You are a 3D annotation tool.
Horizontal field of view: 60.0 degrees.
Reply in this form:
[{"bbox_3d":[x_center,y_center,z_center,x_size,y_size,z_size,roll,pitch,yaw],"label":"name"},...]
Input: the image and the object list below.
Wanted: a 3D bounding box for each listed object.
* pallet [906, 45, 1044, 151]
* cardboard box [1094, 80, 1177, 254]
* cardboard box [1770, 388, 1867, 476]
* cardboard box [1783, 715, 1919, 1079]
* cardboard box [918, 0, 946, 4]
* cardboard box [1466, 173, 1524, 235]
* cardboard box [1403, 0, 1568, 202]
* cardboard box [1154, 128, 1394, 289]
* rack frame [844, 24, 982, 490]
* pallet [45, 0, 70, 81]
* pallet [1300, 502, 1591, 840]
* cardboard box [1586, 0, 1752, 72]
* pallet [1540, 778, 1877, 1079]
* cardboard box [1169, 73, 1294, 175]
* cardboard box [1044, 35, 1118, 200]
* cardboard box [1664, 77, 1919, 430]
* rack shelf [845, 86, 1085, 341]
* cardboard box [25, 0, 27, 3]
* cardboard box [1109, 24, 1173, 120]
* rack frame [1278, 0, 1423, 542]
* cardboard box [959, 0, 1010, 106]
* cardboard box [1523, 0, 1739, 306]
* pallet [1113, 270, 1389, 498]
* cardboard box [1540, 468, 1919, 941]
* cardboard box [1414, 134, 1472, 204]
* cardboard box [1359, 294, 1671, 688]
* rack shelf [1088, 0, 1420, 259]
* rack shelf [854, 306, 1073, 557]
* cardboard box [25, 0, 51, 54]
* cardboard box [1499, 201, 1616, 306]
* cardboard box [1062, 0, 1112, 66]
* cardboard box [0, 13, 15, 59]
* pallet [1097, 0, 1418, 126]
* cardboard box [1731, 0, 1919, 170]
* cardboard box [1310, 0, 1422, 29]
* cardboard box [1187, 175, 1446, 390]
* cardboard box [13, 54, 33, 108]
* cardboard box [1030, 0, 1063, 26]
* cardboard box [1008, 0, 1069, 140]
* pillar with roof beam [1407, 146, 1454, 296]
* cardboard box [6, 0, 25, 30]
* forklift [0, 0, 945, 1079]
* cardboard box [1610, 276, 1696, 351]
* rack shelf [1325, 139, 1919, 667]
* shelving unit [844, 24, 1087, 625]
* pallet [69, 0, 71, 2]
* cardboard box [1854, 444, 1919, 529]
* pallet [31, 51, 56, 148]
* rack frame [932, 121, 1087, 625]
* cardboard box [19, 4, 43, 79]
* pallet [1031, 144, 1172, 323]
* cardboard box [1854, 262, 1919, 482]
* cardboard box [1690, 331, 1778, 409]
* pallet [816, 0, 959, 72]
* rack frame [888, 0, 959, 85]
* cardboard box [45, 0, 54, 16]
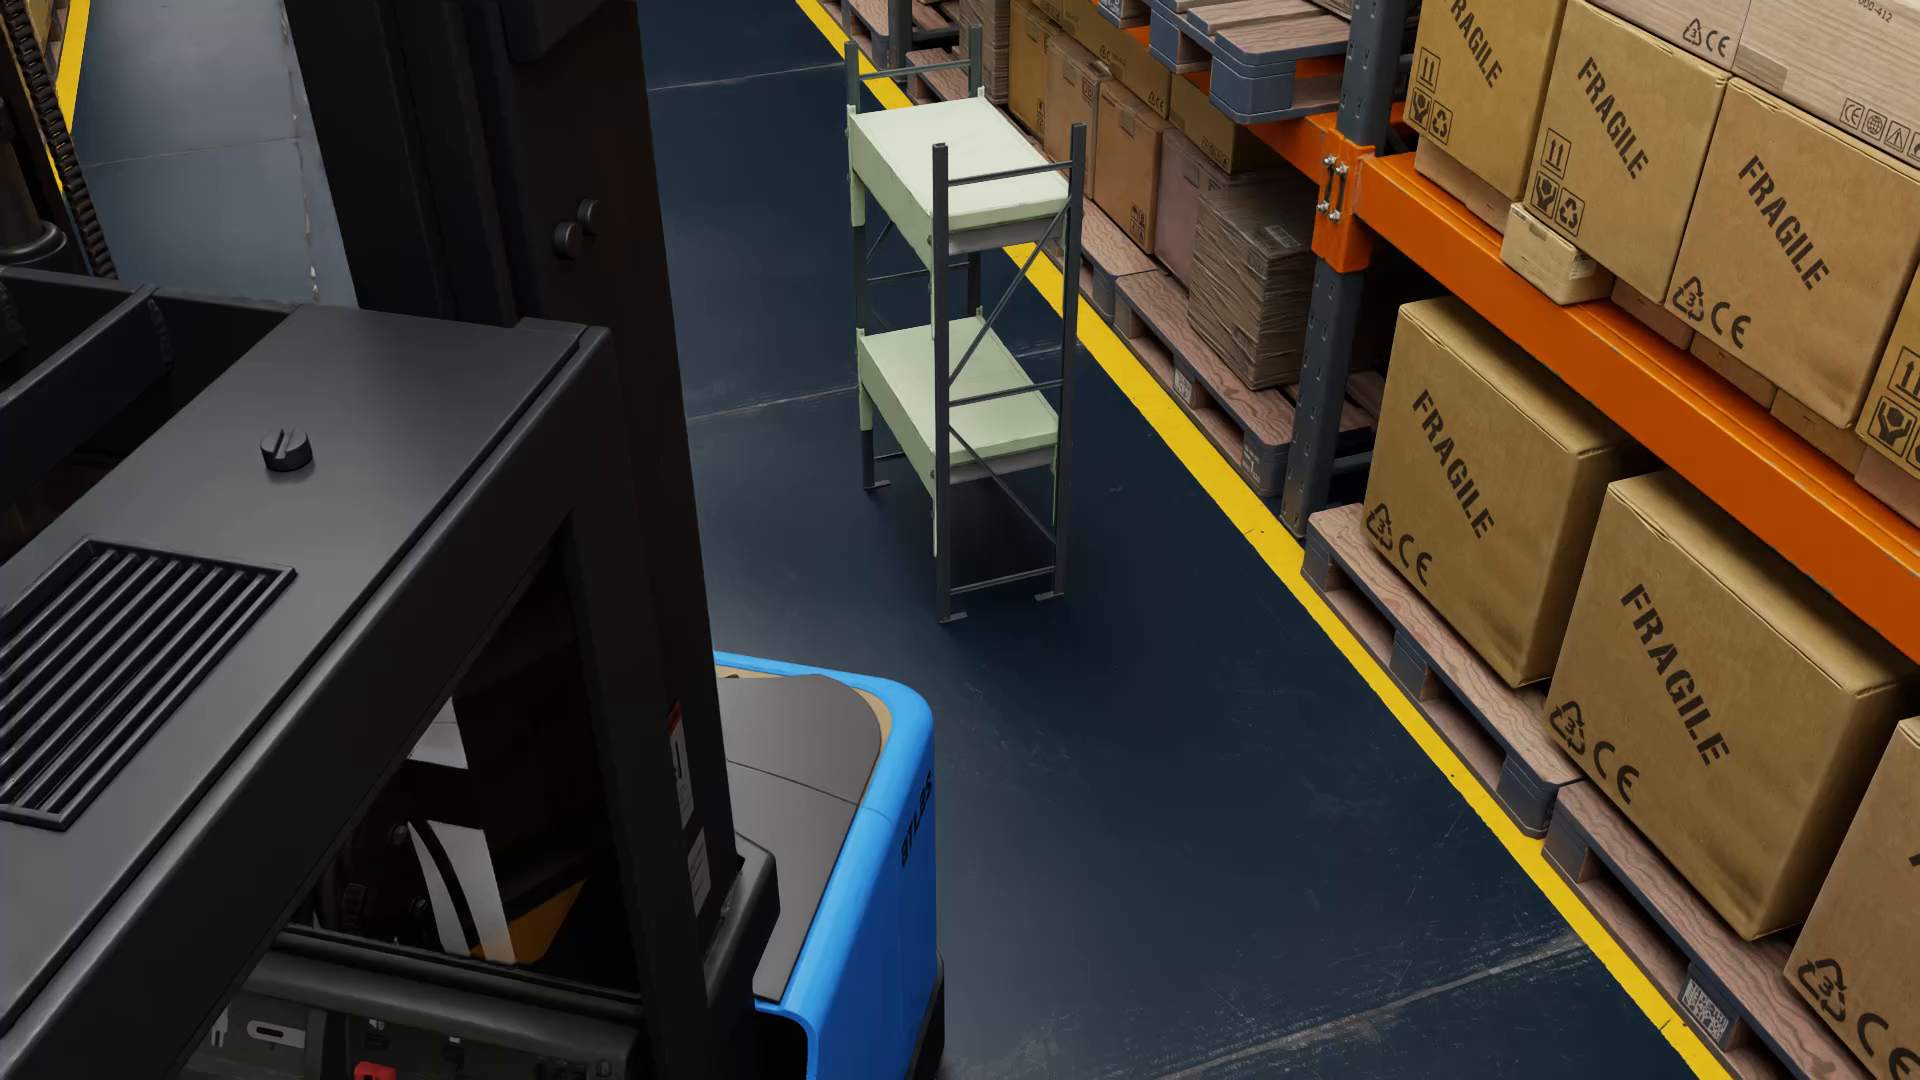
[{"bbox_3d":[0.406,-2.038,7.780,1.003,0.211,1.213,-12,39,-16],"label":"pallet"},{"bbox_3d":[0.951,-1.495,6.453,0.700,0.500,0.500,-13,39,-16],"label":"cardboard box"},{"bbox_3d":[1.878,-0.284,3.326,0.380,0.149,0.250,-12,39,-15],"label":"cardboard box"},{"bbox_3d":[2.235,0.777,3.163,0.750,0.750,0.750,-11,38,-15],"label":"cardboard box"},{"bbox_3d":[-0.076,-2.931,8.638,0.380,0.166,0.250,-18,40,-22],"label":"cardboard box"},{"bbox_3d":[1.488,-0.861,4.092,0.380,0.149,0.250,-12,39,-15],"label":"cardboard box"},{"bbox_3d":[1.440,-1.171,3.964,0.500,0.500,0.500,-11,38,-15],"label":"cardboard box"},{"bbox_3d":[1.148,-1.220,6.088,0.700,0.500,0.500,-13,39,-16],"label":"cardboard box"},{"bbox_3d":[-0.128,-0.810,5.078,0.400,1.500,0.023,-12,39,-16],"label":"rack frame"},{"bbox_3d":[-5.171,-2.598,8.524,1.003,0.211,1.213,-12,39,-16],"label":"pallet"},{"bbox_3d":[1.714,0.243,4.752,1.003,0.211,1.213,-12,39,-16],"label":"pallet"},{"bbox_3d":[1.613,-1.185,3.359,0.500,0.250,0.500,-13,39,-17],"label":"cardboard box"},{"bbox_3d":[2.130,0.931,3.838,1.003,0.211,1.213,-12,39,-16],"label":"pallet"},{"bbox_3d":[1.079,-1.539,5.889,0.500,0.250,0.500,-12,39,-15],"label":"cardboard box"},{"bbox_3d":[0.768,-1.778,6.829,0.700,0.500,0.500,-12,39,-15],"label":"cardboard box"},{"bbox_3d":[1.781,-0.593,3.197,0.500,0.500,0.500,-13,39,-16],"label":"cardboard box"},{"bbox_3d":[-0.002,-0.915,4.569,0.431,0.370,0.720,-12,39,-16],"label":"rack shelf"},{"bbox_3d":[-4.723,-2.824,7.819,0.500,0.500,0.500,-12,39,-16],"label":"cardboard box"},{"bbox_3d":[0.897,-1.829,6.273,0.500,0.250,0.500,-13,39,-16],"label":"cardboard box"},{"bbox_3d":[1.513,-1.332,4.525,1.000,3.000,0.127,-12,39,-16],"label":"rack frame"},{"bbox_3d":[0.406,-2.356,7.597,0.700,0.500,0.500,-11,38,-14],"label":"cardboard box"},{"bbox_3d":[1.612,-0.873,3.569,0.500,0.500,0.500,-11,38,-14],"label":"cardboard box"},{"bbox_3d":[1.246,-0.660,5.950,1.003,0.211,1.213,-12,39,-16],"label":"pallet"},{"bbox_3d":[1.939,0.298,3.799,0.750,0.750,0.750,-13,39,-16],"label":"cardboard box"},{"bbox_3d":[1.409,-1.005,4.284,0.380,0.149,0.250,-13,39,-17],"label":"cardboard box"},{"bbox_3d":[1.643,-0.198,4.458,0.750,0.750,0.750,-13,39,-17],"label":"cardboard box"},{"bbox_3d":[0.825,-2.174,6.241,1.077,0.370,4.000,-12,39,-16],"label":"rack shelf"},{"bbox_3d":[-0.002,-0.342,5.000,0.431,0.370,0.720,-12,39,-16],"label":"rack shelf"},{"bbox_3d":[-4.723,-2.525,8.045,0.500,0.250,0.500,-12,39,-16],"label":"cardboard box"},{"bbox_3d":[1.500,-0.693,3.870,0.380,0.149,0.250,-11,38,-15],"label":"cardboard box"},{"bbox_3d":[0.743,-2.114,6.653,0.500,0.250,0.500,-14,39,-17],"label":"cardboard box"},{"bbox_3d":[-4.379,-2.259,7.069,0.500,0.500,0.500,-12,39,-16],"label":"cardboard box"},{"bbox_3d":[1.168,-1.635,5.088,1.213,0.211,1.003,-12,39,-16],"label":"pallet"},{"bbox_3d":[1.789,-0.903,2.985,0.500,0.250,0.500,-12,39,-16],"label":"cardboard box"},{"bbox_3d":[1.342,-1.811,4.712,0.700,0.500,0.500,-17,40,-21],"label":"cardboard box"},{"bbox_3d":[1.216,-0.905,5.670,0.700,0.500,0.500,-12,39,-15],"label":"cardboard box"},{"bbox_3d":[-4.388,-1.958,7.292,0.500,0.250,0.500,-12,39,-16],"label":"cardboard box"},{"bbox_3d":[0.560,-2.408,7.042,0.500,0.250,0.500,-13,39,-17],"label":"cardboard box"},{"bbox_3d":[0.631,-2.075,7.223,0.700,0.500,0.500,-13,39,-17],"label":"cardboard box"},{"bbox_3d":[-2.164,-3.750,2.749,9.100,9.000,0.400,-12,39,-16],"label":"pillar with roof beam"},{"bbox_3d":[-4.558,-2.540,7.442,0.500,0.500,0.500,-12,39,-16],"label":"cardboard box"},{"bbox_3d":[-0.879,0.750,1.818,1.130,2.935,3.031,8,38,11],"label":"forklift"},{"bbox_3d":[1.702,-0.577,3.715,0.380,0.149,0.250,-13,39,-16],"label":"cardboard box"},{"bbox_3d":[2.201,0.086,3.241,1.077,0.370,4.000,-12,39,-16],"label":"rack shelf"},{"bbox_3d":[-0.002,-0.603,4.804,0.431,1.500,0.755,-12,39,-16],"label":"shelving unit"},{"bbox_3d":[-5.587,-3.286,9.437,1.003,0.211,1.213,-12,39,-16],"label":"pallet"},{"bbox_3d":[1.947,-0.141,3.136,0.380,0.149,0.250,-12,39,-16],"label":"cardboard box"},{"bbox_3d":[-4.747,-1.908,7.607,1.003,0.211,1.213,-12,39,-16],"label":"pallet"},{"bbox_3d":[0.124,-0.396,4.529,0.400,1.500,0.023,-12,39,-16],"label":"rack frame"},{"bbox_3d":[-4.555,-2.241,7.669,0.500,0.250,0.500,-12,39,-16],"label":"cardboard box"},{"bbox_3d":[0.830,-1.348,6.864,1.003,0.211,1.213,-12,39,-16],"label":"pallet"},{"bbox_3d":[1.968,-0.300,2.808,0.500,0.500,0.500,-11,38,-15],"label":"cardboard box"},{"bbox_3d":[1.799,-0.432,3.523,0.380,0.149,0.250,-12,39,-15],"label":"cardboard box"},{"bbox_3d":[-0.128,-2.849,8.858,1.003,0.211,1.213,-12,39,-16],"label":"pallet"},{"bbox_3d":[0.137,-3.591,7.525,1.000,3.000,0.127,-12,39,-16],"label":"rack frame"},{"bbox_3d":[-4.900,-2.806,8.418,0.500,0.250,0.500,-12,39,-16],"label":"cardboard box"}]
